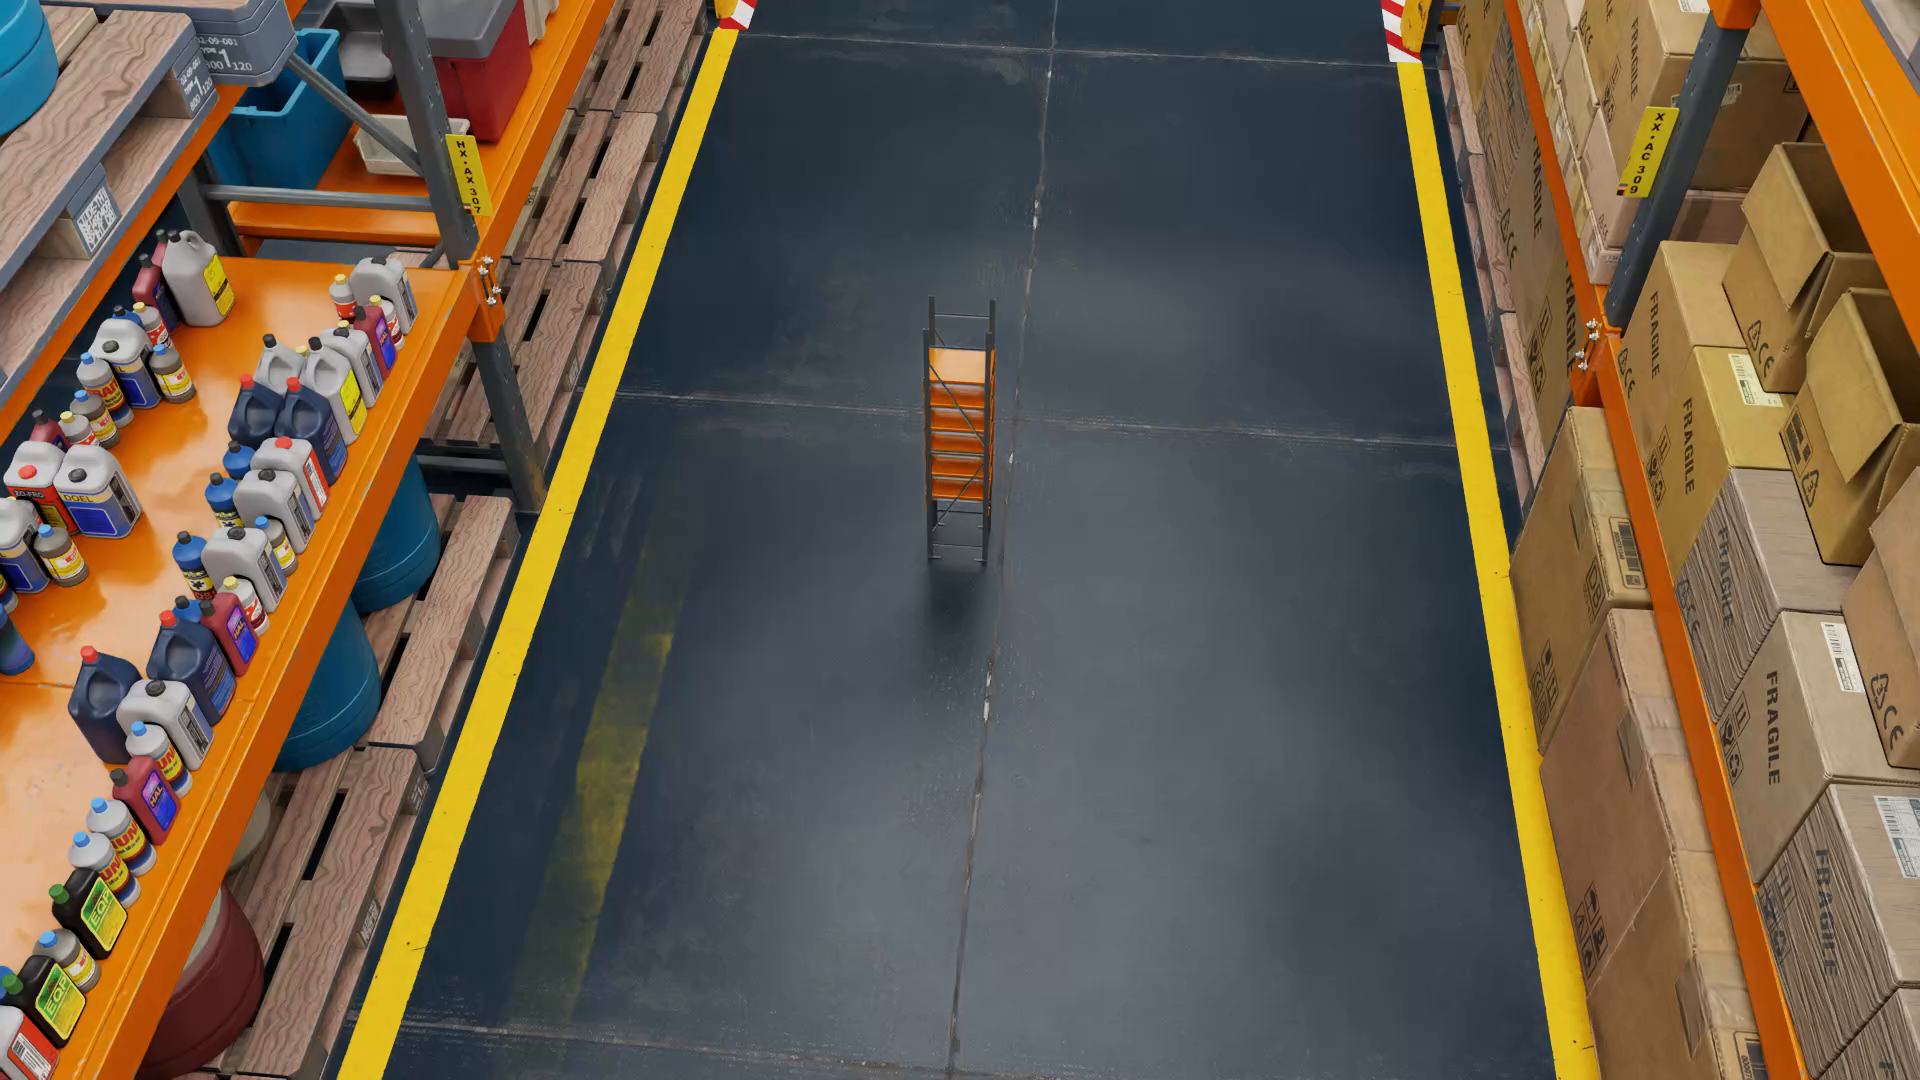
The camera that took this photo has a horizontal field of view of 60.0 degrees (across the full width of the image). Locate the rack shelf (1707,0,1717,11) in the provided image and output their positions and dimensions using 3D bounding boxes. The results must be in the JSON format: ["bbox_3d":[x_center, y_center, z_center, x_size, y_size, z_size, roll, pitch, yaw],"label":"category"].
[{"bbox_3d":[2.889,-3.098,6.031,1.077,0.370,4.000,4,48,4],"label":"rack shelf"}]

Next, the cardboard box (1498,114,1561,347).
[{"bbox_3d":[2.928,-1.424,7.201,0.875,0.875,0.875,4,48,4],"label":"cardboard box"}]

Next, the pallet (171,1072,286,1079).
[{"bbox_3d":[-2.560,2.107,4.706,1.003,0.211,1.213,4,48,4],"label":"pallet"}]

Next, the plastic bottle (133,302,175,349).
[{"bbox_3d":[-2.689,-0.700,5.518,0.097,0.201,0.097,0,48,0],"label":"plastic bottle"}]

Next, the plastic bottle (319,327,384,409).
[{"bbox_3d":[-1.973,-0.570,5.348,0.152,0.276,0.135,4,48,4],"label":"plastic bottle"}]

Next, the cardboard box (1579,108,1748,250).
[{"bbox_3d":[2.485,-1.250,5.787,0.500,0.250,0.500,3,48,3],"label":"cardboard box"}]

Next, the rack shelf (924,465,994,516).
[{"bbox_3d":[-0.001,-0.202,6.533,0.258,0.103,0.180,4,48,4],"label":"rack shelf"}]

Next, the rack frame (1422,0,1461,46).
[{"bbox_3d":[3.071,-3.798,8.217,1.000,3.000,0.127,4,48,4],"label":"rack frame"}]

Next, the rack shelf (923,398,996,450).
[{"bbox_3d":[-0.001,-0.445,6.268,0.258,0.103,0.180,4,48,4],"label":"rack shelf"}]

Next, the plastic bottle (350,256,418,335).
[{"bbox_3d":[-1.940,-0.838,5.594,0.152,0.276,0.135,4,48,4],"label":"plastic bottle"}]

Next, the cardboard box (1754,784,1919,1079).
[{"bbox_3d":[2.235,0.920,3.834,0.500,0.500,0.500,2,48,2],"label":"cardboard box"}]

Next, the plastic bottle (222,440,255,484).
[{"bbox_3d":[-2.145,-0.192,5.006,0.097,0.271,0.097,0,48,0],"label":"plastic bottle"}]

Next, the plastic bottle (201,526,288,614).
[{"bbox_3d":[-2.053,0.070,4.763,0.152,0.276,0.135,4,48,4],"label":"plastic bottle"}]

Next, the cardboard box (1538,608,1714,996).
[{"bbox_3d":[2.587,0.845,5.125,1.225,0.875,0.875,2,48,2],"label":"cardboard box"}]

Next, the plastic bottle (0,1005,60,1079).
[{"bbox_3d":[-2.187,1.153,3.772,0.152,0.276,0.135,4,48,4],"label":"plastic bottle"}]

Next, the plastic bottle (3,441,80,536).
[{"bbox_3d":[-2.732,-0.155,4.969,0.152,0.276,0.135,4,48,4],"label":"plastic bottle"}]

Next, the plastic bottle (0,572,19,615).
[{"bbox_3d":[-2.791,0.101,4.738,0.097,0.271,0.097,0,48,0],"label":"plastic bottle"}]

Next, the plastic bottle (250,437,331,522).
[{"bbox_3d":[-2.019,-0.199,5.010,0.152,0.276,0.135,4,48,4],"label":"plastic bottle"}]

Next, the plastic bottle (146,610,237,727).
[{"bbox_3d":[-2.084,0.332,4.473,0.144,0.351,0.185,4,48,4],"label":"plastic bottle"}]

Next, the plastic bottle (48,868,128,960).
[{"bbox_3d":[-2.108,0.886,4.012,0.061,0.283,0.133,4,48,4],"label":"plastic bottle"}]

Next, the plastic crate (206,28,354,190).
[{"bbox_3d":[-2.523,-1.572,6.151,0.392,0.384,0.575,4,48,4],"label":"plastic crate"}]

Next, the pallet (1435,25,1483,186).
[{"bbox_3d":[3.076,-2.264,8.704,1.003,0.211,1.213,4,48,4],"label":"pallet"}]

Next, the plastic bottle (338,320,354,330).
[{"bbox_3d":[-1.996,-0.632,5.456,0.097,0.201,0.097,0,48,0],"label":"plastic bottle"}]

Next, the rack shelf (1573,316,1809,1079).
[{"bbox_3d":[2.524,0.854,4.450,1.077,0.370,4.000,4,48,4],"label":"rack shelf"}]

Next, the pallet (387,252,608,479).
[{"bbox_3d":[-2.198,-0.793,7.359,1.003,0.211,1.213,4,48,4],"label":"pallet"}]

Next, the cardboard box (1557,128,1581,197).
[{"bbox_3d":[2.455,-1.398,6.192,0.380,0.149,0.250,3,48,3],"label":"cardboard box"}]

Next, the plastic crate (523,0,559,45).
[{"bbox_3d":[-1.903,-2.282,6.870,0.437,0.282,0.530,4,48,4],"label":"plastic crate"}]

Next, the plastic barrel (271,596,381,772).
[{"bbox_3d":[-2.357,0.294,5.612,0.600,0.901,0.708,4,48,4],"label":"plastic barrel"}]

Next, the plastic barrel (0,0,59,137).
[{"bbox_3d":[-2.229,-1.250,3.230,0.600,0.901,0.708,4,48,4],"label":"plastic barrel"}]

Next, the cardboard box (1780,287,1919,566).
[{"bbox_3d":[2.582,-0.257,4.231,0.797,0.503,0.637,4,48,4],"label":"cardboard box"}]

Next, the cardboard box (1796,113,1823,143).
[{"bbox_3d":[3.005,-1.496,5.503,0.500,0.500,0.500,4,48,4],"label":"cardboard box"}]

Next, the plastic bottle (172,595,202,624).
[{"bbox_3d":[-2.109,0.253,4.599,0.097,0.271,0.097,0,48,0],"label":"plastic bottle"}]

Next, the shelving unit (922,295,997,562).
[{"bbox_3d":[-0.001,-0.394,6.323,0.258,1.200,0.189,4,48,4],"label":"shelving unit"}]

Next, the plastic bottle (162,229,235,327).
[{"bbox_3d":[-2.585,-0.908,5.607,0.144,0.351,0.185,4,48,4],"label":"plastic bottle"}]

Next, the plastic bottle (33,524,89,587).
[{"bbox_3d":[-2.627,0.036,4.845,0.097,0.201,0.097,0,48,0],"label":"plastic bottle"}]

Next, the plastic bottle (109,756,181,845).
[{"bbox_3d":[-2.079,0.645,4.232,0.061,0.283,0.133,4,48,4],"label":"plastic bottle"}]

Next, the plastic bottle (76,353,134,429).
[{"bbox_3d":[-2.719,-0.481,5.271,0.097,0.271,0.097,0,48,0],"label":"plastic bottle"}]

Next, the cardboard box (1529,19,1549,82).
[{"bbox_3d":[2.525,-1.964,6.710,0.380,0.149,0.250,3,48,3],"label":"cardboard box"}]

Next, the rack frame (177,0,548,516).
[{"bbox_3d":[-2.226,-1.192,5.833,1.000,3.000,0.127,4,48,4],"label":"rack frame"}]

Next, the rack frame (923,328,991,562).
[{"bbox_3d":[-0.010,-0.327,6.262,0.240,1.200,0.006,4,48,4],"label":"rack frame"}]

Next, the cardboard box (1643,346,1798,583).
[{"bbox_3d":[2.370,-0.202,4.860,0.500,0.500,0.500,4,48,4],"label":"cardboard box"}]

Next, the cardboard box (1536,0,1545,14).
[{"bbox_3d":[2.626,-2.378,6.818,0.500,0.250,0.500,3,48,3],"label":"cardboard box"}]

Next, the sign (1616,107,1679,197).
[{"bbox_3d":[2.153,-1.214,5.213,0.100,0.325,0.005,4,48,4],"label":"sign"}]
